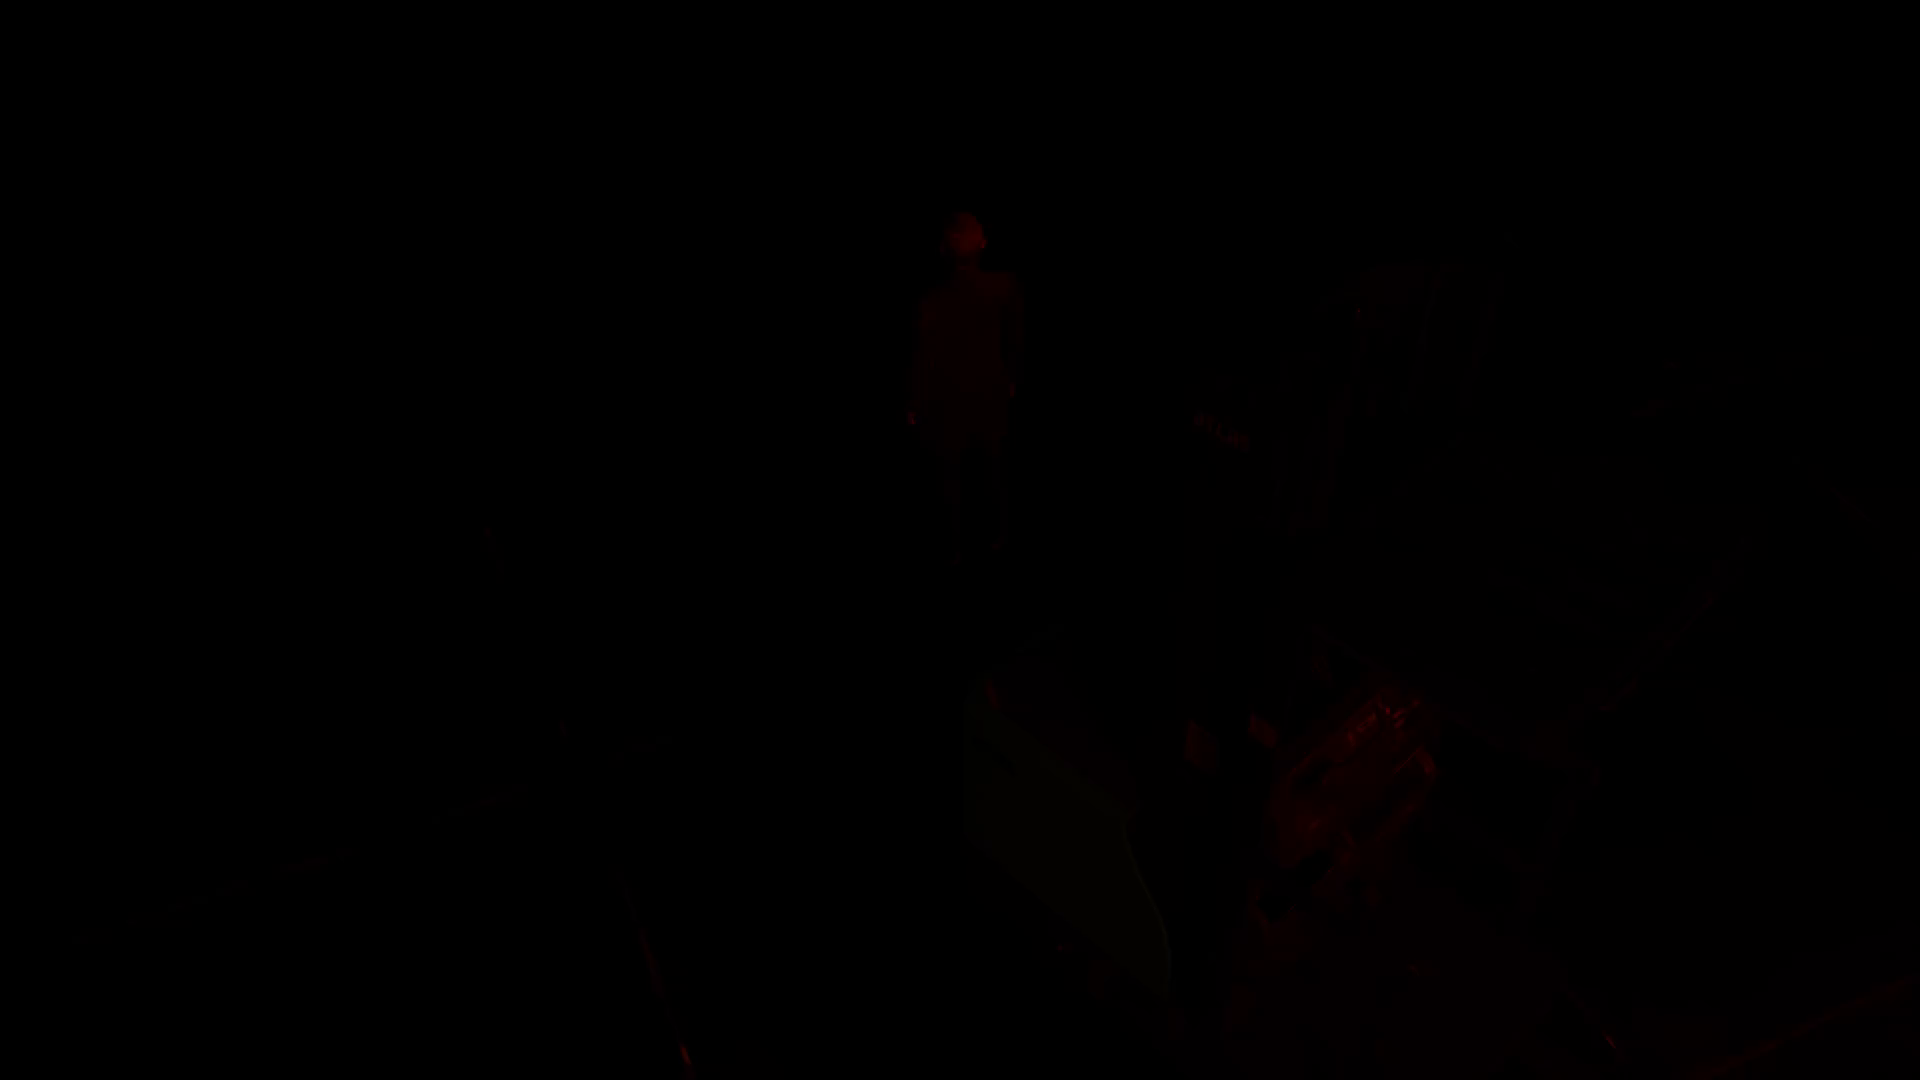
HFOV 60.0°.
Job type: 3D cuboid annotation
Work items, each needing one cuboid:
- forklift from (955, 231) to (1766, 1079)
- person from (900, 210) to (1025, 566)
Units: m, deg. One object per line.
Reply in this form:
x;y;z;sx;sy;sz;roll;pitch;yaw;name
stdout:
1.379;0.704;4.926;1.130;2.935;3.031;-34;53;-31;forklift
-0.013;-0.668;7.237;0.558;1.783;0.377;-18;46;-18;person
